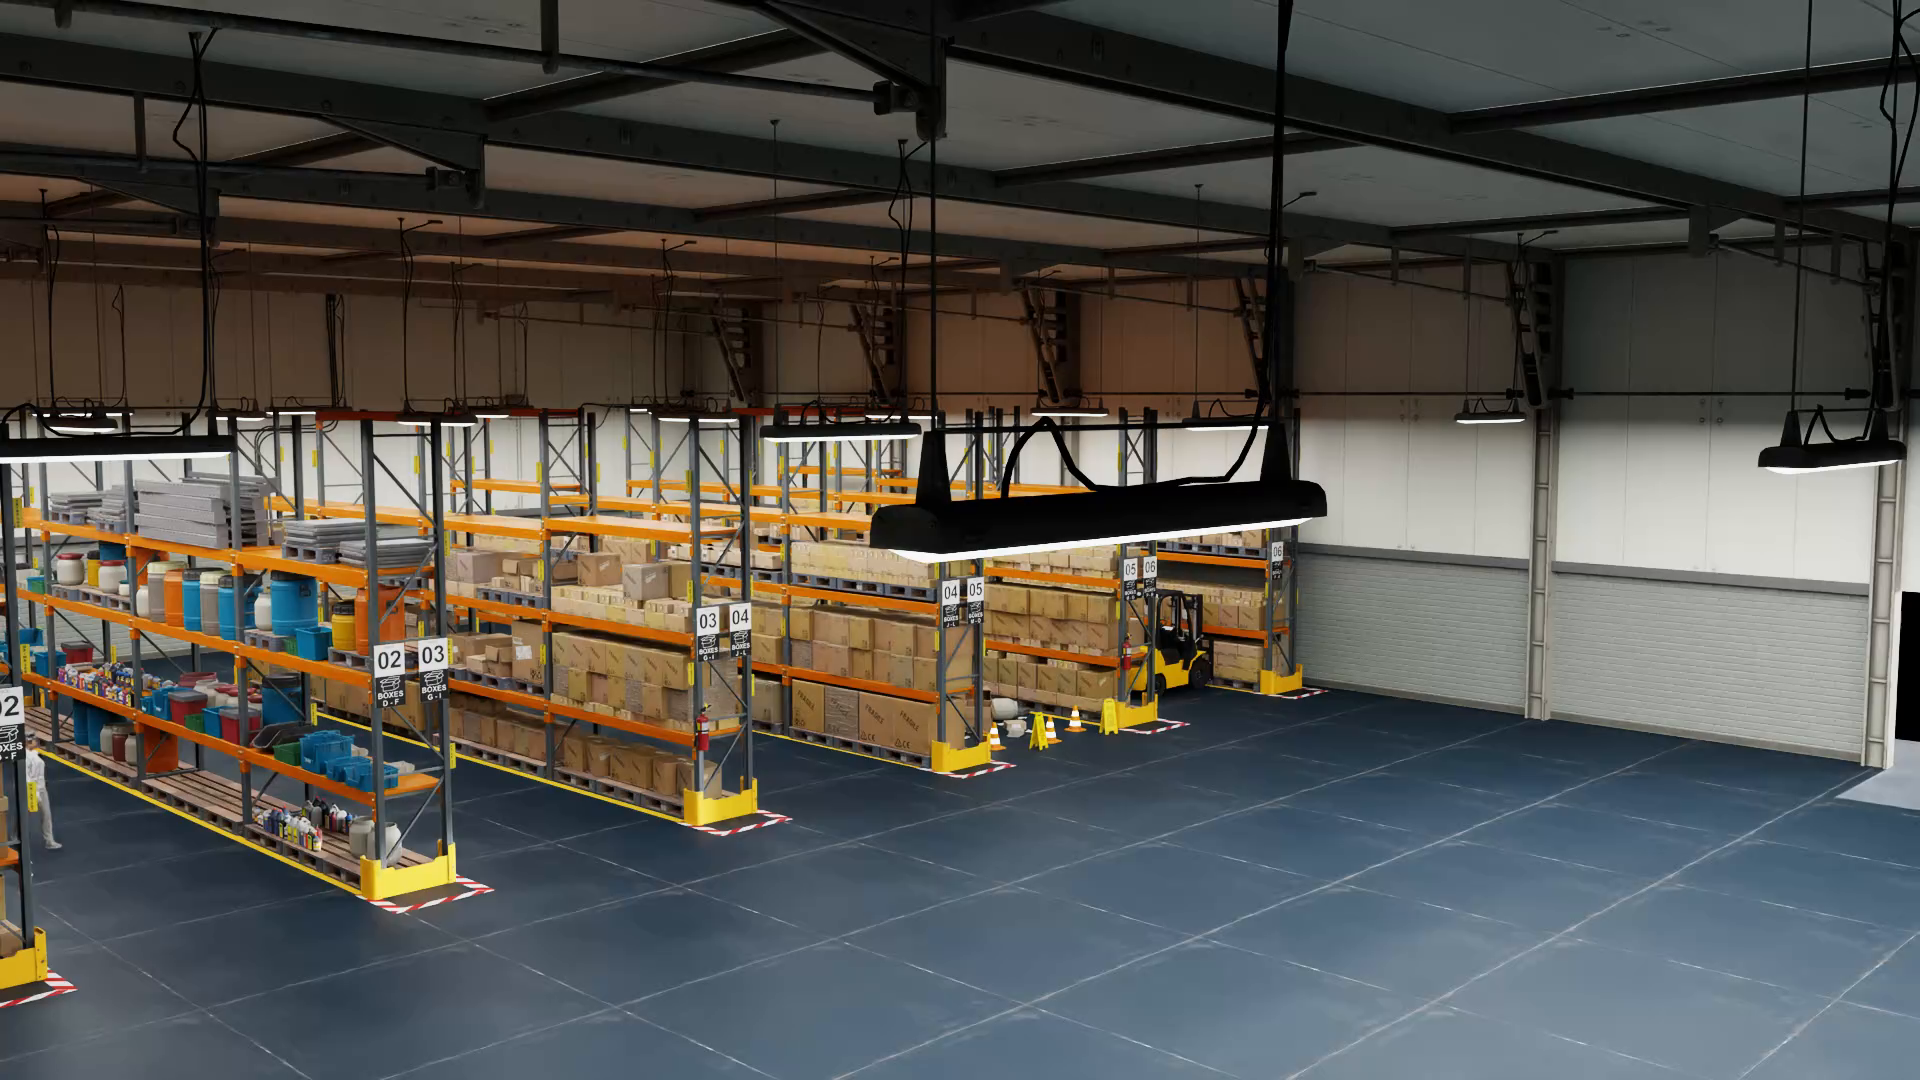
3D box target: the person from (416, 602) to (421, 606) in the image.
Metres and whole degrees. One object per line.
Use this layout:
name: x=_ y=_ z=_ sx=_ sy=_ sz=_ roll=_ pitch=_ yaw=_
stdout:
person: x=-12.061 y=2.244 z=37.065 sx=0.575 sy=1.724 sz=0.381 roll=0 pitch=5 yaw=1

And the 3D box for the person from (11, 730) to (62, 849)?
person: x=-12.877 y=3.461 z=23.088 sx=0.980 sy=1.639 sz=0.424 roll=4 pitch=6 yaw=37
